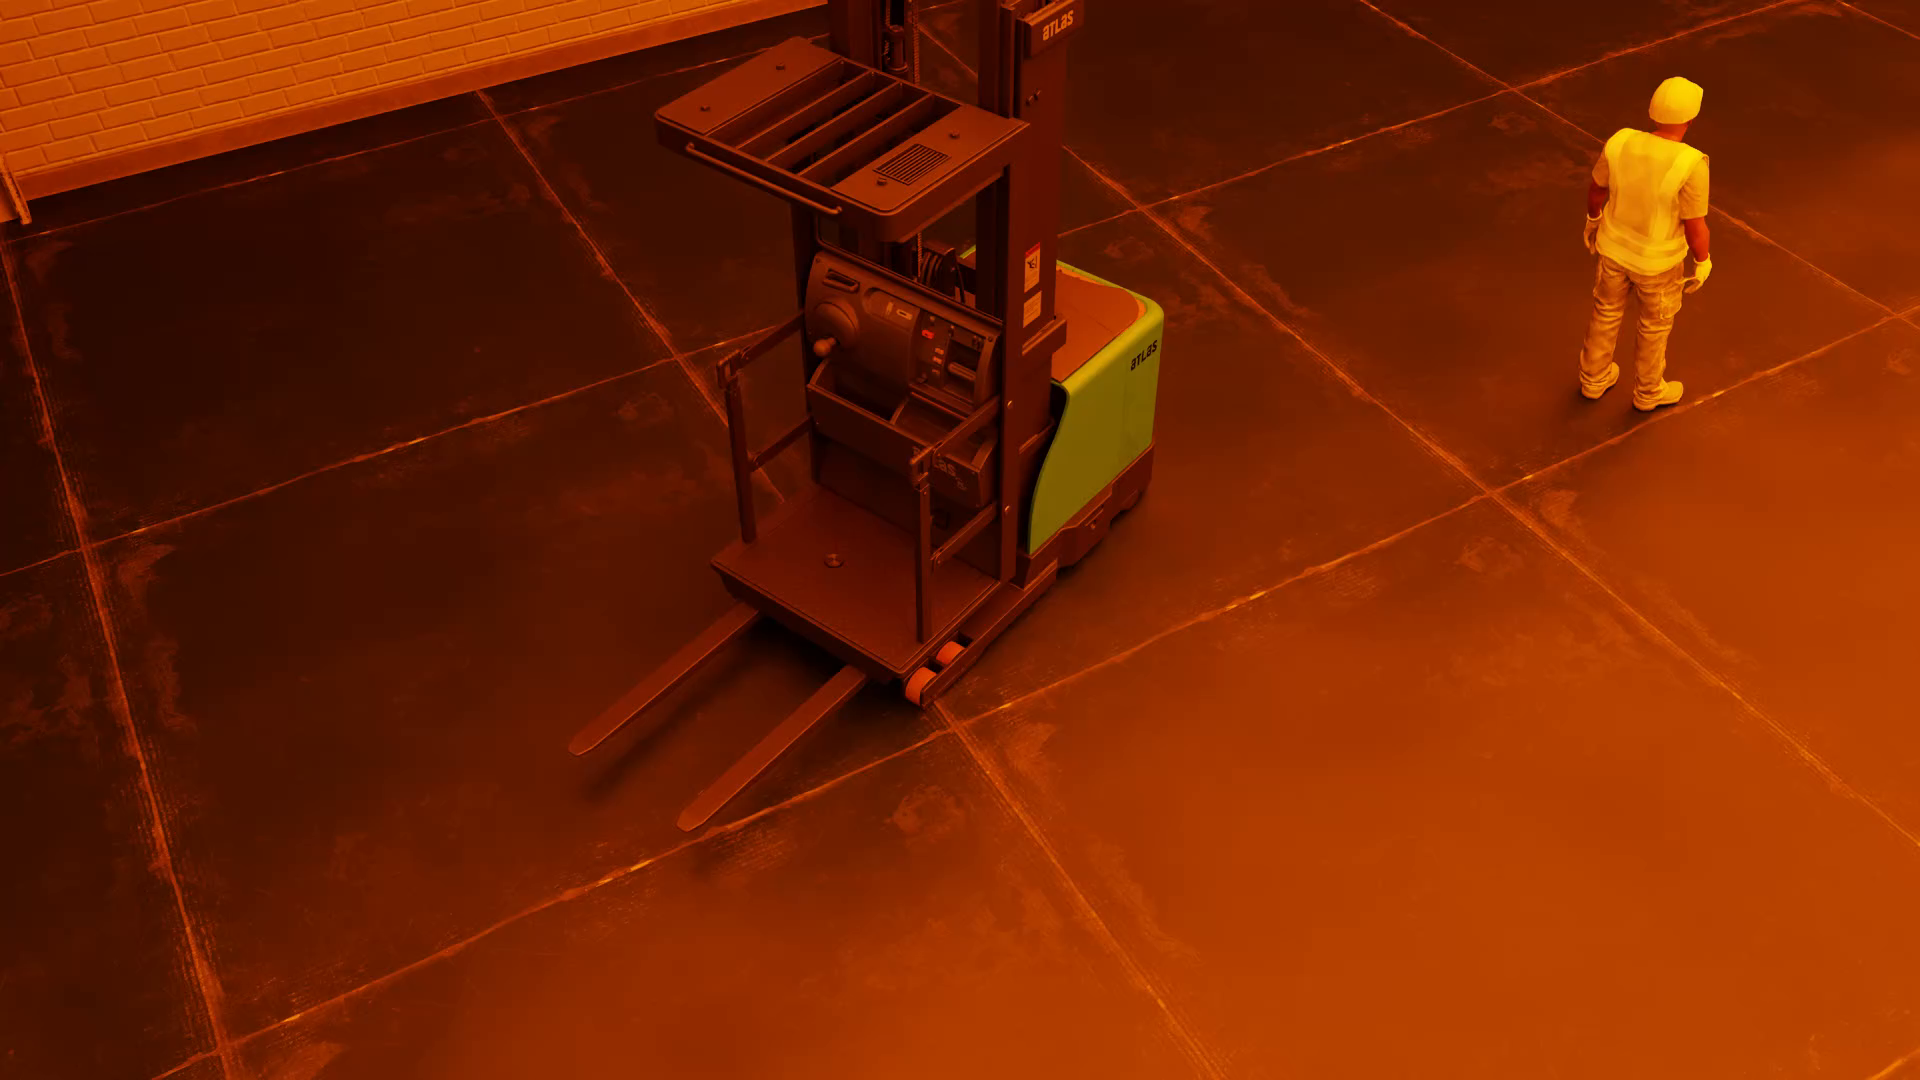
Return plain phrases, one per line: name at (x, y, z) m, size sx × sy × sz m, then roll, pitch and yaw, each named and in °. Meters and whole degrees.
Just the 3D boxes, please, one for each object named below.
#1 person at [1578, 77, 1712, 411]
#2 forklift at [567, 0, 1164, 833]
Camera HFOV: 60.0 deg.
person at (3.361, -1.443, 8.087) m, size 0.575 × 1.785 × 0.656 m, roll -29°, pitch 50°, yaw -28°
forklift at (-0.375, -0.749, 6.505) m, size 1.130 × 2.935 × 3.031 m, roll 28°, pitch 50°, yaw 27°
